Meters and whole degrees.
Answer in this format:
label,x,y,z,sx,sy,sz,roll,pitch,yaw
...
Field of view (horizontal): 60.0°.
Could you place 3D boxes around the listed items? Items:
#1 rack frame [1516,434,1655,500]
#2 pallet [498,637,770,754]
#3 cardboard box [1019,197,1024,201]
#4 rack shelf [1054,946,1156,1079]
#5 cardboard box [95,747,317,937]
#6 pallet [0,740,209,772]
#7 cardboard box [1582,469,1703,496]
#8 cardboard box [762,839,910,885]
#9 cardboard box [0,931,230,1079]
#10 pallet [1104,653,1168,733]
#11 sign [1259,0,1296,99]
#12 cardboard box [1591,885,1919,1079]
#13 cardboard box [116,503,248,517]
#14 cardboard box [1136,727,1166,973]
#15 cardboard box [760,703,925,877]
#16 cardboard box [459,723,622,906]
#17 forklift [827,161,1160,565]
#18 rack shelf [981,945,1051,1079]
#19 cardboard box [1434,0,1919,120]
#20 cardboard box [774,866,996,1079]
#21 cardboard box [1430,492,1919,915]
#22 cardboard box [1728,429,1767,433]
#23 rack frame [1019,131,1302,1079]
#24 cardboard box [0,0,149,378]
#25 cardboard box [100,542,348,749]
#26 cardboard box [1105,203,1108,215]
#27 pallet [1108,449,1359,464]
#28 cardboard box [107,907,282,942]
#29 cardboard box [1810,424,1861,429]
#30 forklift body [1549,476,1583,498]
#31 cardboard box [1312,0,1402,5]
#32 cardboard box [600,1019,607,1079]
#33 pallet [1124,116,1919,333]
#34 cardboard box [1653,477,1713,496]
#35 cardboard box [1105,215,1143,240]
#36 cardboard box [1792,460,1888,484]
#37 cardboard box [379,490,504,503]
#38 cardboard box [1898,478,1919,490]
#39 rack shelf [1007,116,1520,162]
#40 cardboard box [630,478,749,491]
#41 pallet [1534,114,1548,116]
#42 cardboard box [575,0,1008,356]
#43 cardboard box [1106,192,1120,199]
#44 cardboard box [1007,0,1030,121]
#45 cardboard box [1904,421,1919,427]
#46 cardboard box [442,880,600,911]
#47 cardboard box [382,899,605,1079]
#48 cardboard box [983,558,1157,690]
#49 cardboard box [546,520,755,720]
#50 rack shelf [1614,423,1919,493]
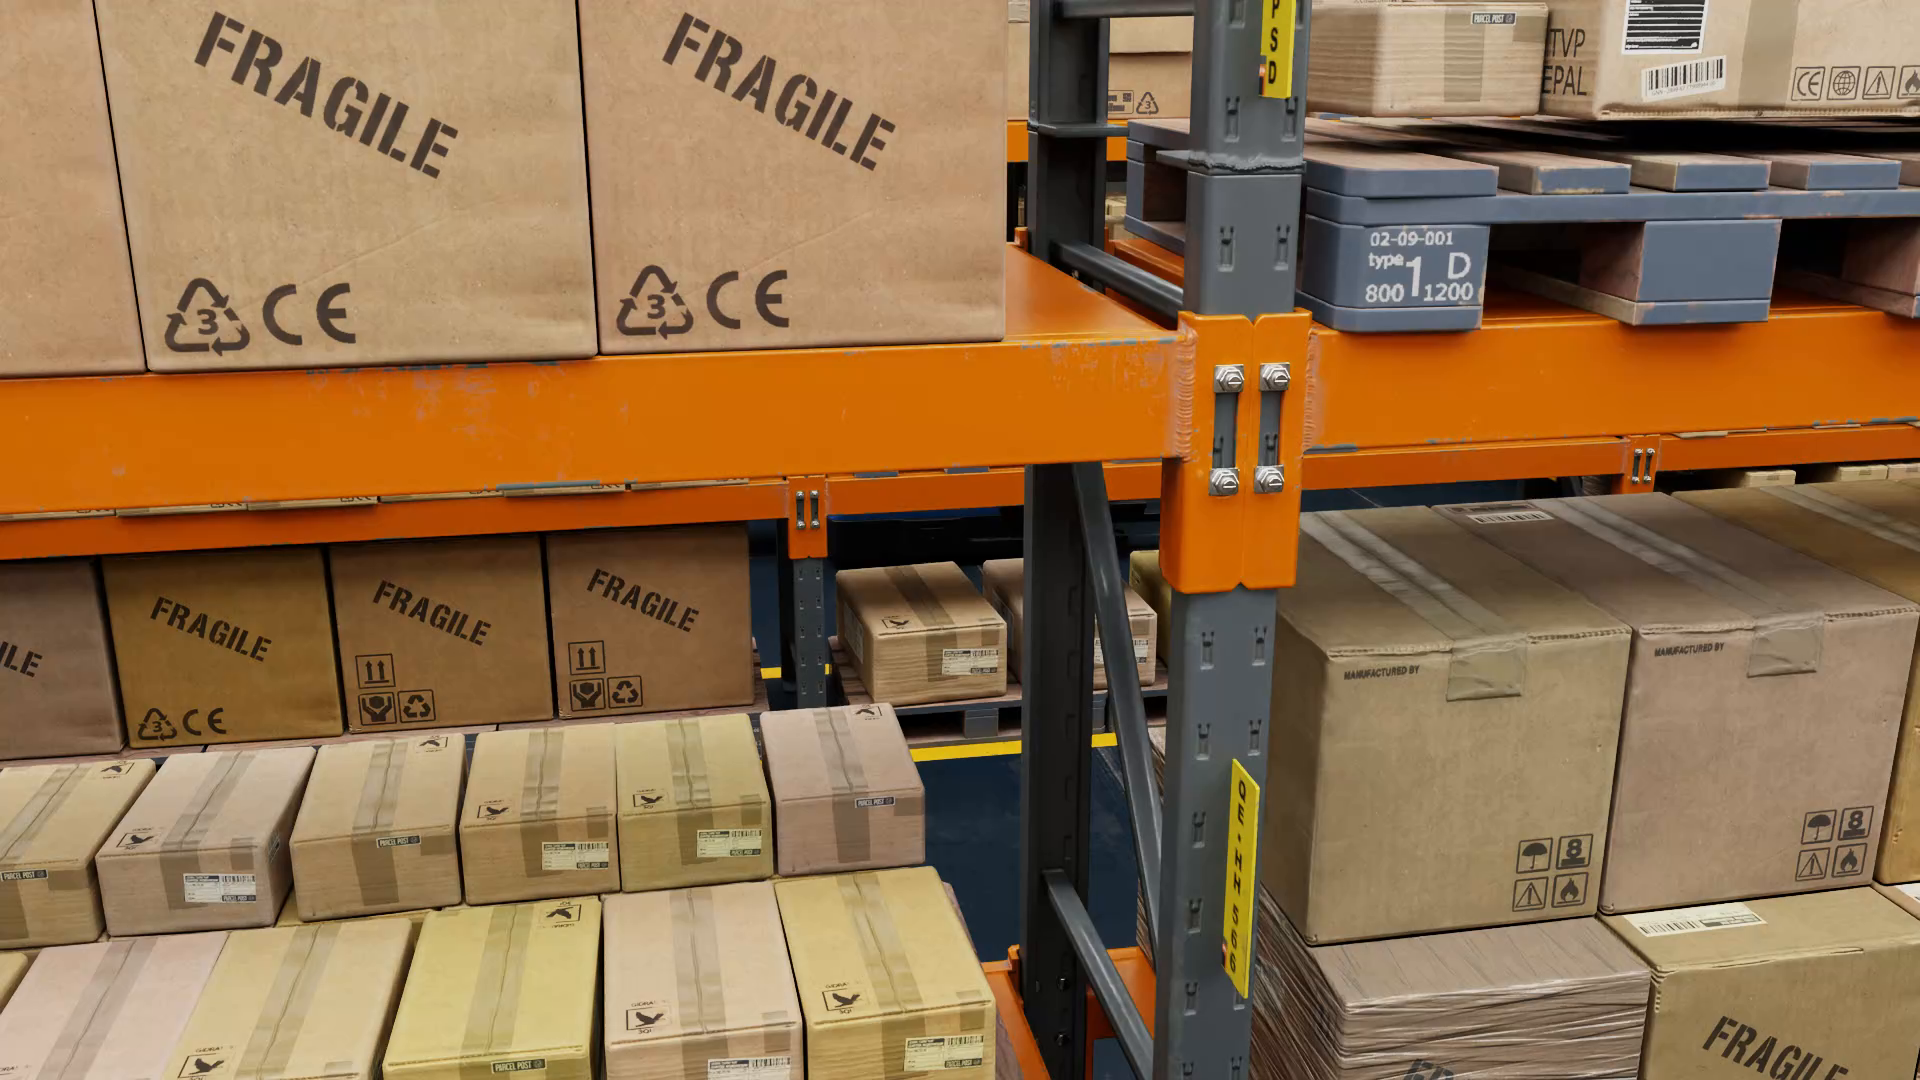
label,x,y,z,sx,sy,sz,roll,pitch,yaw
rack frame,3.167,-0.811,8.343,0.127,3.000,1.000,-3,17,-10
pallet,-1.549,0.767,7.955,1.213,0.211,1.003,-3,17,-10
cardboard box,0.330,-2.570,12.797,0.250,0.149,0.380,-3,17,-10
rack shelf,2.242,1.066,3.459,4.000,0.370,1.077,-3,17,-10
cardboard box,-1.243,0.496,2.787,0.250,0.149,0.380,-2,17,-8
pallet,-3.944,0.903,7.513,1.213,0.211,1.003,-3,17,-10
cardboard box,3.697,-0.166,8.935,0.500,0.500,0.500,-3,17,-11
cardboard box,-0.235,0.579,3.023,0.250,0.149,0.380,-2,17,-8
cardboard box,-1.120,0.683,2.178,0.250,0.149,0.380,-3,17,-10
pallet,1.203,0.635,8.386,1.213,0.211,1.003,-3,17,-10
sign,0.379,-0.691,1.965,0.005,0.325,0.100,-3,17,-10
cardboard box,1.269,0.809,2.899,0.500,0.500,0.500,-3,17,-11
cardboard box,-3.192,-0.295,6.920,0.500,0.250,0.500,-3,17,-11
cardboard box,0.669,0.683,3.310,0.500,0.500,0.500,-3,17,-10
cardboard box,-0.217,0.438,2.976,0.250,0.149,0.380,-3,17,-10
cardboard box,-0.718,0.466,2.885,0.250,0.149,0.380,-3,17,-11
forklift,0.618,-1.428,10.469,3.031,2.935,1.130,-3,17,-8
rack shelf,-1.686,1.288,2.733,4.000,0.370,1.077,-3,17,-10
cardboard box,1.030,-0.784,2.412,0.500,0.311,0.500,-3,17,-10
cardboard box,-0.116,0.628,2.359,0.250,0.149,0.380,-4,18,-13
cardboard box,1.217,0.257,2.994,0.500,0.500,0.700,-3,17,-11
cardboard box,3.775,-0.645,8.231,0.250,0.149,0.380,-3,17,-9
rack frame,0.278,0.833,2.990,0.127,3.000,1.000,-3,17,-10
cardboard box,-1.215,-0.485,2.004,0.500,0.500,0.500,-3,17,-10
cardboard box,-3.209,0.339,7.502,0.875,0.875,0.875,-3,17,-9
cardboard box,0.926,-2.449,12.402,0.250,0.149,0.380,-4,17,-12
pallet,1.176,-0.619,8.044,1.213,0.211,1.003,-3,17,-10
cardboard box,-1.254,0.639,2.830,0.250,0.149,0.380,-3,17,-10
cardboard box,4.280,-0.672,8.320,0.250,0.149,0.380,-3,17,-9
forklift body,4.633,-1.427,11.795,1.214,2.155,2.313,-3,17,-10
cardboard box,1.624,-2.481,7.360,0.500,0.250,0.500,-3,17,-10
cardboard box,-0.382,0.784,2.355,0.250,0.149,0.380,-3,17,-8
pallet,0.900,-0.562,2.744,1.003,0.211,1.213,-2,17,-8
cardboard box,3.798,-0.011,8.429,0.500,0.500,0.500,-2,17,-8
cardboard box,0.792,-1.461,7.964,0.250,0.149,0.380,-4,18,-13
cardboard box,4.436,-0.340,8.395,0.250,0.149,0.380,-3,17,-8
cardboard box,-2.204,-0.357,7.121,0.500,0.250,0.500,-3,17,-11
cardboard box,2.222,0.199,3.182,0.500,0.500,0.700,-3,17,-11
rack shelf,1.203,-1.790,7.646,4.000,0.370,1.077,-3,17,-10
cardboard box,-1.208,-0.414,7.305,0.500,0.250,0.500,-4,17,-12
pallet,2.541,-2.151,7.919,1.003,0.211,1.213,-3,17,-10
cardboard box,-0.235,-0.544,2.193,0.500,0.500,0.500,-3,17,-10
cardboard box,1.070,-2.608,12.920,0.250,0.149,0.380,-3,17,-11
cardboard box,0.172,-2.120,7.326,0.500,0.500,0.700,-3,17,-10
cardboard box,4.795,-0.685,8.360,0.250,0.149,0.380,-3,17,-10
cardboard box,-0.762,0.611,2.920,0.250,0.149,0.380,-4,17,-12
cardboard box,-0.620,0.655,2.268,0.250,0.149,0.380,-3,17,-9
cardboard box,0.519,0.395,8.177,0.625,0.372,0.950,-4,17,-12
cardboard box,-1.454,0.241,7.821,0.875,0.875,0.875,-3,17,-11
rack shelf,5.131,-0.579,8.812,4.000,0.370,1.077,-3,17,-10
